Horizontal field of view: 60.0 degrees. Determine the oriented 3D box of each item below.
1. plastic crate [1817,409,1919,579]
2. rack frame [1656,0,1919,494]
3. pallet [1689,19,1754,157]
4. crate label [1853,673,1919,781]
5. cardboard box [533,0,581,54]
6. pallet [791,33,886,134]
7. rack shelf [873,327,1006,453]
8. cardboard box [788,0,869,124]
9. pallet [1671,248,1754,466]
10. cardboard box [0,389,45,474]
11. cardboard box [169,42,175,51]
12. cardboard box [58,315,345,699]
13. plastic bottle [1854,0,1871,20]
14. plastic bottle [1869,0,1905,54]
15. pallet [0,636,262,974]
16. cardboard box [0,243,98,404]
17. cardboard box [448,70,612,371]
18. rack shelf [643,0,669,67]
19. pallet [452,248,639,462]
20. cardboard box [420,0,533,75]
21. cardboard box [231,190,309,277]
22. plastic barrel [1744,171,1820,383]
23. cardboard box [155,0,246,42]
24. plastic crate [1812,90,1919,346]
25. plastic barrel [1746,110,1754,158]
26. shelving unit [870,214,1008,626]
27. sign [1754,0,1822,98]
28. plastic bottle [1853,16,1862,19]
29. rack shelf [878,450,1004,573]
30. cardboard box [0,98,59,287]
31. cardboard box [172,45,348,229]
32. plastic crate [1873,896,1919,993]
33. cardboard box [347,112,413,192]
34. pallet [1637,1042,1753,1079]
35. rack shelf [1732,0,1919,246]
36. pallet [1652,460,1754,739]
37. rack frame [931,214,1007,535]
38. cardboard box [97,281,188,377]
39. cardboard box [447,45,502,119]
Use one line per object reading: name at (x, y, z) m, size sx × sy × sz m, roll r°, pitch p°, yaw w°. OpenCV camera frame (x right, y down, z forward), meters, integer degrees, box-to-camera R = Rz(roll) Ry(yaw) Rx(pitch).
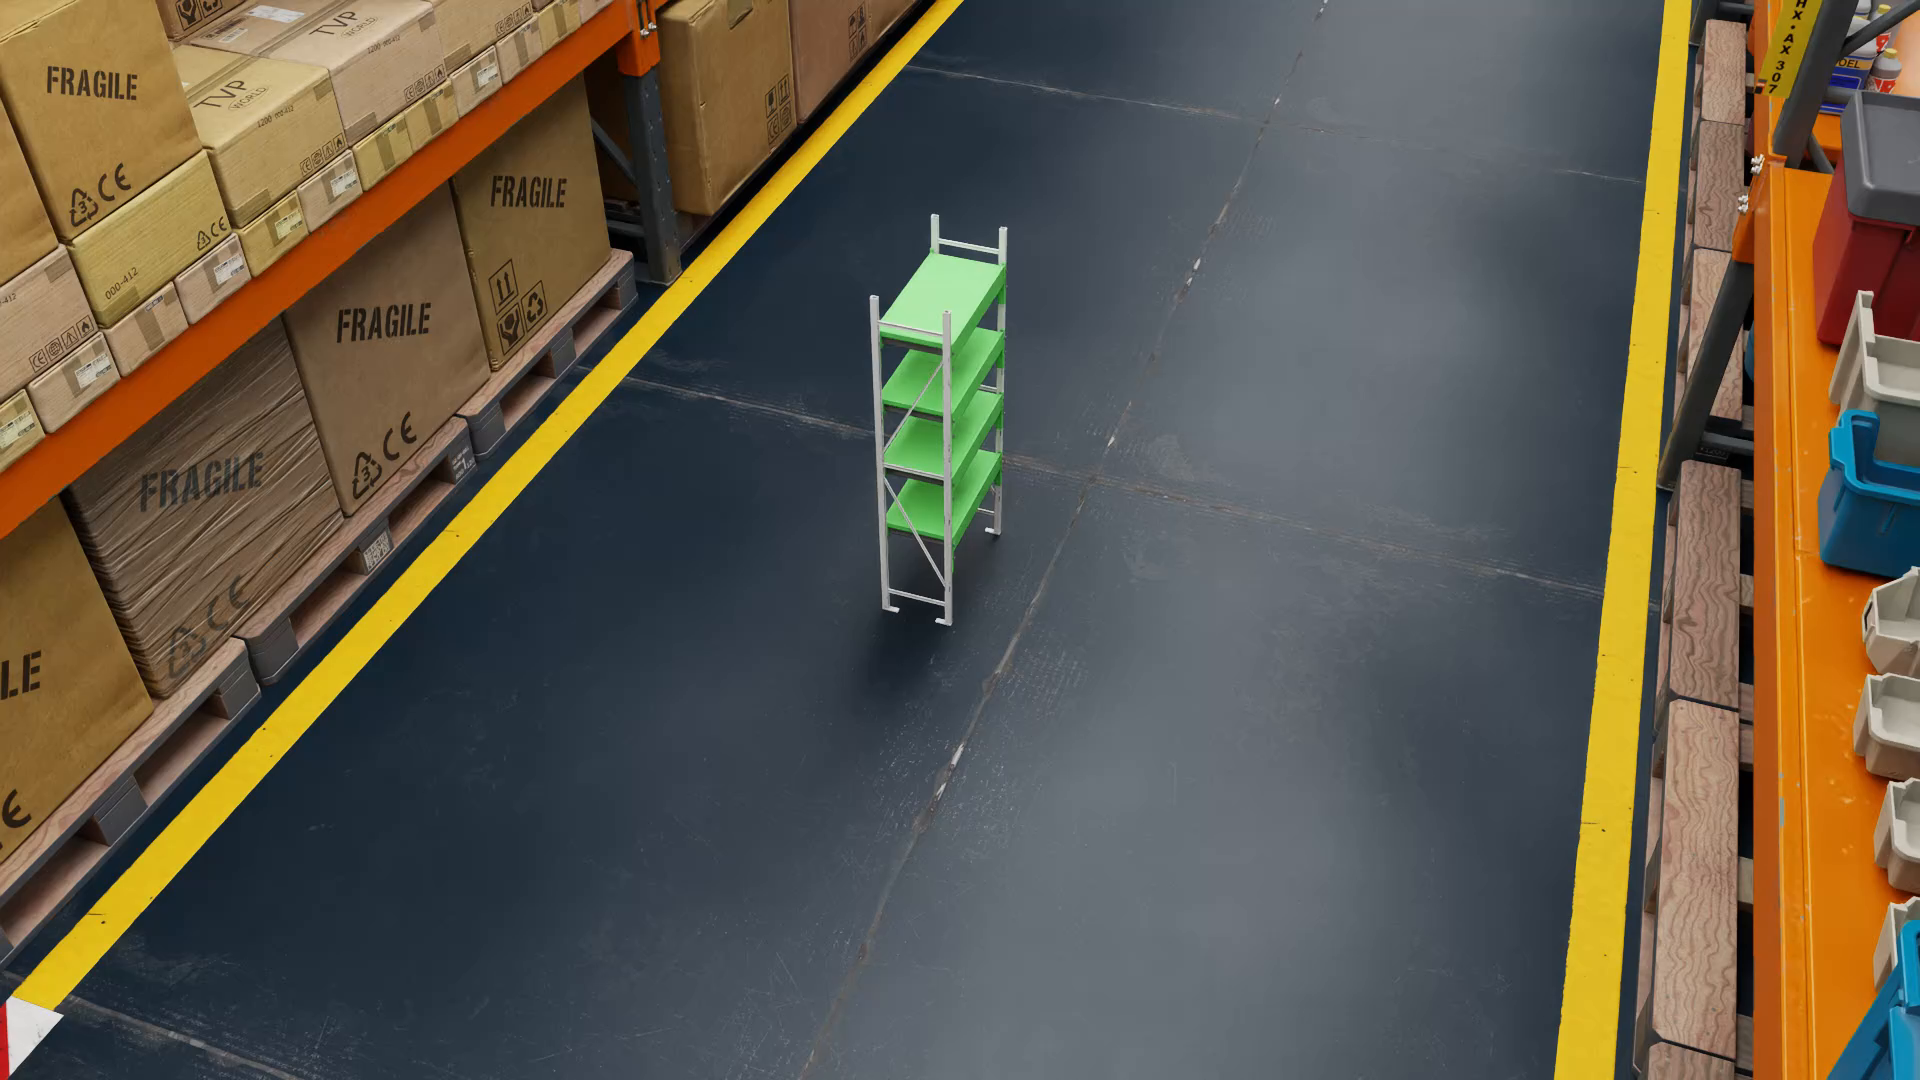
plastic crate at (2.077, -0.076, 3.611) m, size 0.416 × 0.233 × 0.300 m, roll 13°, pitch 42°, yaw 15°
rack frame at (2.984, -1.247, 4.900) m, size 1.000 × 3.000 × 0.127 m, roll 13°, pitch 42°, yaw 15°
pallet at (4.121, -2.136, 8.091) m, size 1.003 × 0.211 × 1.213 m, roll 13°, pitch 42°, yaw 15°
crate label at (1.910, 0.384, 3.146) m, size 0.396 × 0.136 × 0.243 m, roll 13°, pitch 42°, yaw 15°
cardboard box at (-1.555, -1.835, 5.783) m, size 0.380 × 0.149 × 0.250 m, roll 14°, pitch 42°, yaw 16°
pallet at (-1.062, -2.519, 8.540) m, size 1.003 × 0.211 × 1.213 m, roll 13°, pitch 42°, yaw 15°
rack shelf at (-0.057, -0.489, 5.128) m, size 0.258 × 0.148 × 0.480 m, roll 13°, pitch 42°, yaw 15°
cardboard box at (-1.166, -2.638, 7.844) m, size 1.225 × 0.875 × 0.875 m, roll 12°, pitch 42°, yaw 14°
pallet at (3.287, -0.647, 6.346) m, size 1.003 × 0.211 × 1.213 m, roll 13°, pitch 42°, yaw 15°
cardboard box at (-2.433, -0.267, 3.946) m, size 0.380 × 0.149 × 0.250 m, roll 12°, pitch 42°, yaw 14°
cardboard box at (-2.600, -1.255, 4.797) m, size 0.500 × 0.250 × 0.500 m, roll 13°, pitch 42°, yaw 15°
cardboard box at (-2.584, -0.221, 5.012) m, size 0.875 × 0.875 × 0.875 m, roll 13°, pitch 42°, yaw 15°
plastic bottle at (2.940, -1.735, 5.568) m, size 0.152 × 0.276 × 0.135 m, roll 13°, pitch 42°, yaw 15°
plastic bottle at (3.126, -1.829, 5.621) m, size 0.144 × 0.351 × 0.185 m, roll 13°, pitch 42°, yaw 15°
pallet at (-2.839, 0.649, 4.826) m, size 1.003 × 0.211 × 1.213 m, roll 13°, pitch 42°, yaw 15°
cardboard box at (-2.449, -0.514, 3.928) m, size 0.500 × 0.250 × 0.500 m, roll 13°, pitch 42°, yaw 15°
cardboard box at (-1.971, -1.313, 6.291) m, size 0.875 × 0.875 × 0.875 m, roll 13°, pitch 42°, yaw 15°
rack shelf at (-0.987, -3.292, 7.852) m, size 1.077 × 0.370 × 4.000 m, roll 13°, pitch 42°, yaw 15°
pallet at (-2.004, -0.839, 6.571) m, size 1.003 × 0.211 × 1.213 m, roll 13°, pitch 42°, yaw 15°
cardboard box at (-1.750, -1.759, 5.387) m, size 0.500 × 0.250 × 0.500 m, roll 15°, pitch 43°, yaw 16°
cardboard box at (-2.082, -0.893, 4.679) m, size 0.380 × 0.149 × 0.250 m, roll 12°, pitch 42°, yaw 14°
plastic barrel at (3.186, -0.936, 5.830) m, size 0.600 × 0.901 × 0.708 m, roll 13°, pitch 42°, yaw 15°
cardboard box at (-2.424, -1.835, 4.899) m, size 0.500 × 0.500 × 0.500 m, roll 12°, pitch 42°, yaw 14°
plastic crate at (2.443, -0.805, 4.287) m, size 0.402 × 0.464 × 0.583 m, roll 13°, pitch 42°, yaw 15°
plastic barrel at (3.814, -1.938, 7.245) m, size 0.600 × 0.588 × 0.708 m, roll 13°, pitch 42°, yaw 15°
shelving unit at (-0.057, -0.355, 5.242) m, size 0.258 × 1.200 × 0.503 m, roll 13°, pitch 42°, yaw 15°
sign at (2.467, -1.475, 4.955) m, size 0.100 × 0.325 × 0.005 m, roll 13°, pitch 42°, yaw 15°
plastic bottle at (2.931, -1.628, 5.500) m, size 0.097 × 0.201 × 0.097 m, roll 0°, pitch 40°, yaw 0°
rack shelf at (-0.057, -0.124, 5.439) m, size 0.258 × 0.148 × 0.480 m, roll 13°, pitch 42°, yaw 15°
cardboard box at (-2.450, -0.786, 3.668) m, size 0.500 × 0.500 × 0.500 m, roll 12°, pitch 42°, yaw 14°
cardboard box at (-2.100, -1.139, 4.660) m, size 0.500 × 0.250 × 0.500 m, roll 12°, pitch 42°, yaw 14°
plastic crate at (1.725, 0.733, 2.737) m, size 0.396 × 0.136 × 0.243 m, roll 13°, pitch 42°, yaw 15°
cardboard box at (-1.906, -1.208, 5.048) m, size 0.380 × 0.149 × 0.250 m, roll 13°, pitch 42°, yaw 14°
pallet at (1.934, 1.759, 3.525) m, size 1.003 × 0.211 × 1.213 m, roll 13°, pitch 42°, yaw 15°
rack shelf at (3.668, -2.193, 6.564) m, size 1.077 × 0.370 × 4.000 m, roll 13°, pitch 42°, yaw 15°
pallet at (2.769, 0.271, 5.270) m, size 1.003 × 0.211 × 1.213 m, roll 13°, pitch 42°, yaw 15°
rack frame at (0.027, -0.504, 5.417) m, size 0.240 × 1.200 × 0.015 m, roll 13°, pitch 42°, yaw 15°
cardboard box at (-2.257, -0.581, 4.314) m, size 0.380 × 0.149 × 0.250 m, roll 13°, pitch 42°, yaw 14°
cardboard box at (-1.731, -1.521, 5.416) m, size 0.380 × 0.149 × 0.250 m, roll 14°, pitch 42°, yaw 16°
